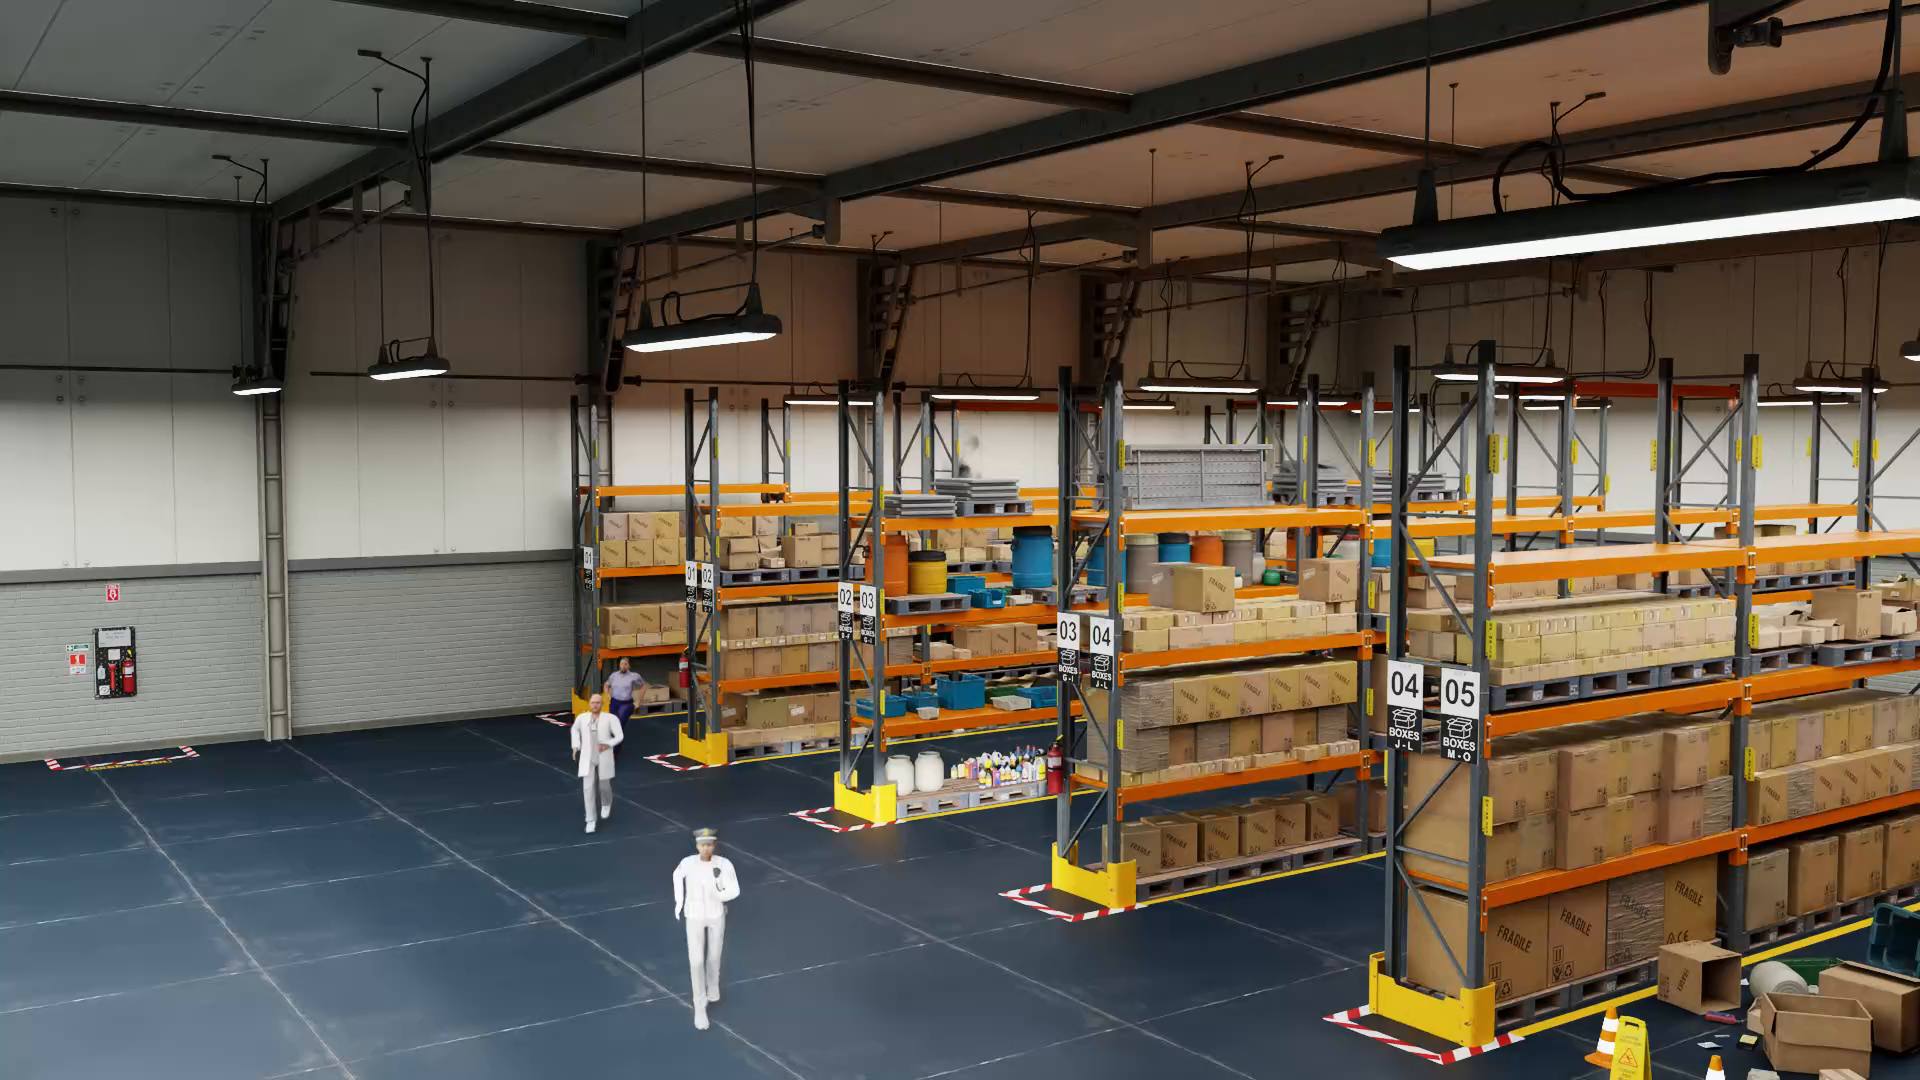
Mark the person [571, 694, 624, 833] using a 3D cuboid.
[{"bbox_3d":[-4.838,2.927,22.140,0.728,1.762,1.033,0,3,-3],"label":"person"}]

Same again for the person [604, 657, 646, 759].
[{"bbox_3d":[-5.507,2.740,27.115,0.693,1.669,0.686,1,4,15],"label":"person"}]

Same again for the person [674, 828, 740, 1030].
[{"bbox_3d":[-2.270,3.412,14.914,0.580,1.739,0.848,-1,3,-9],"label":"person"}]
